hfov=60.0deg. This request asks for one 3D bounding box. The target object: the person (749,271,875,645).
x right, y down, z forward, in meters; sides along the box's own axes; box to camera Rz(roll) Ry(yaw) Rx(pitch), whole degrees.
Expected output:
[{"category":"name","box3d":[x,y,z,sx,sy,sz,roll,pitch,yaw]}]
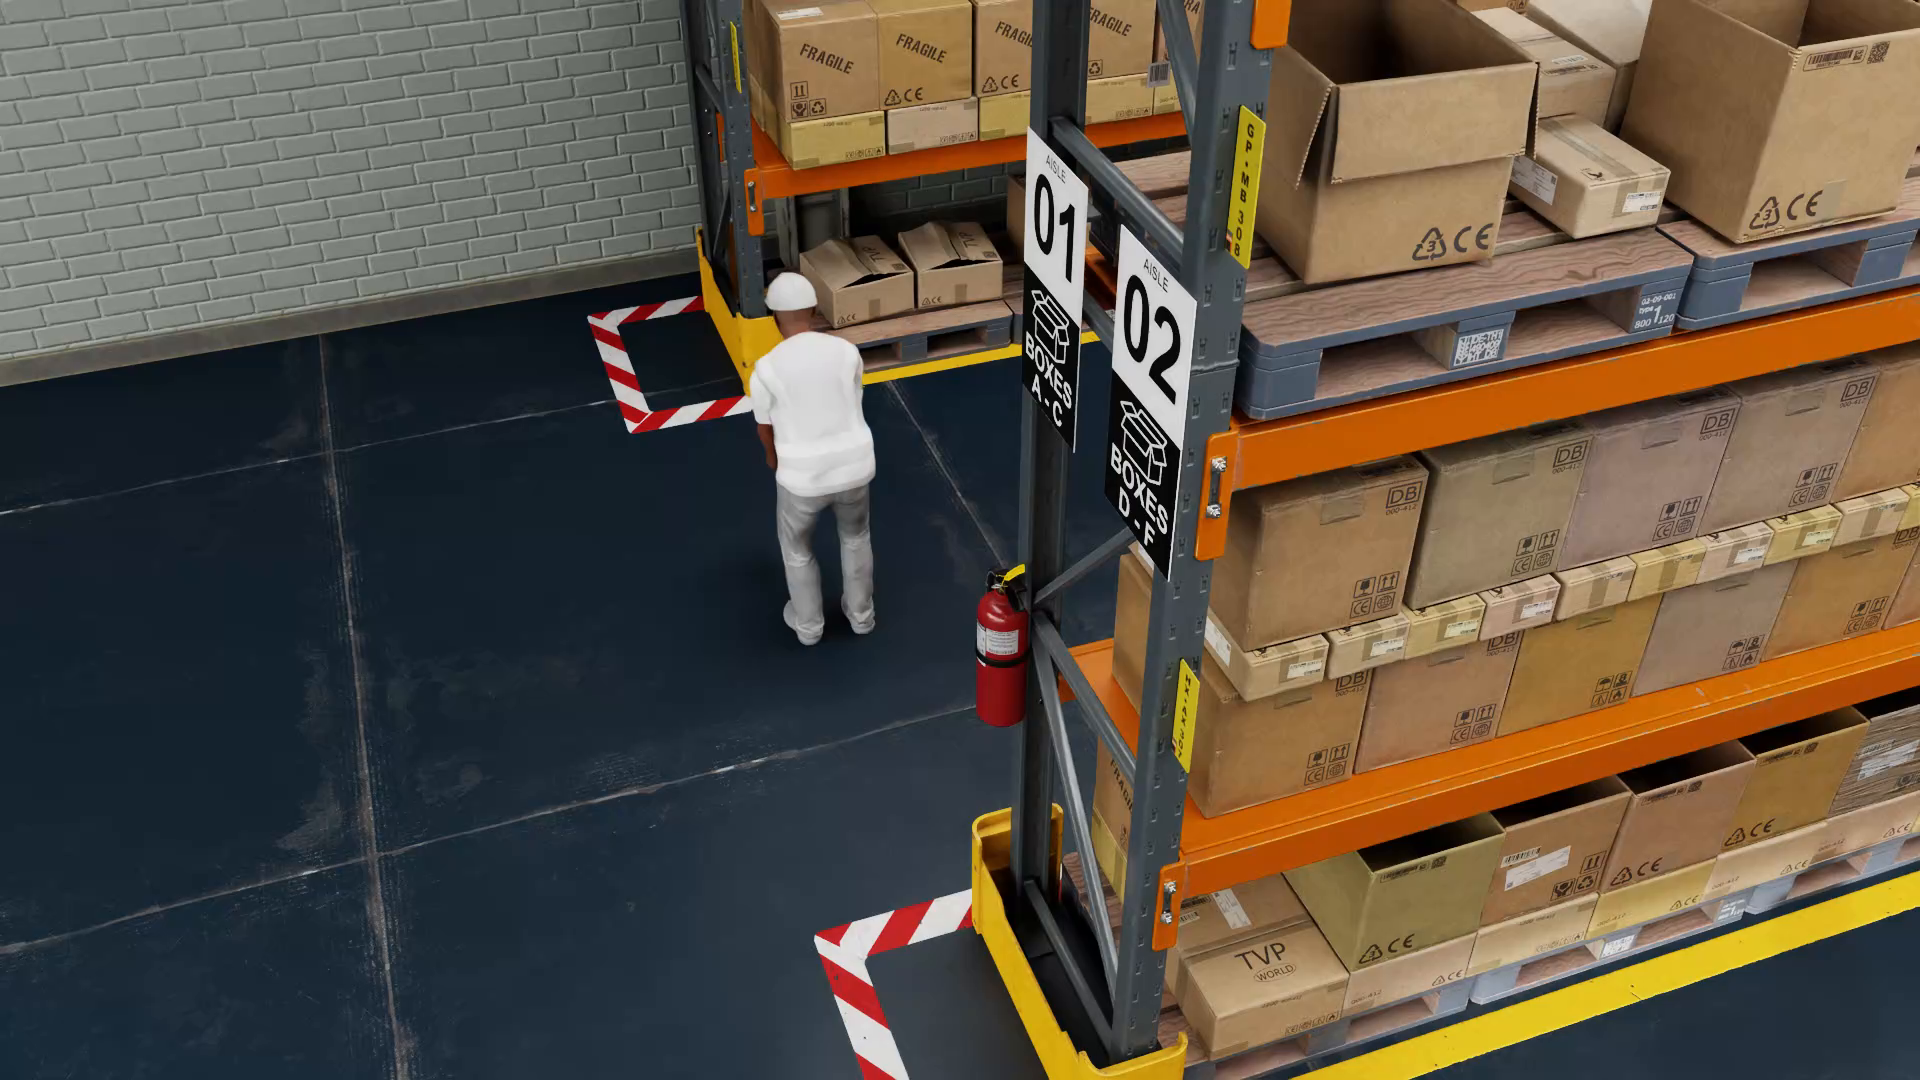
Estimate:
[{"category":"person","box3d":[-0.642,-0.340,7.262,0.495,1.697,0.622,-13,39,-17]}]
